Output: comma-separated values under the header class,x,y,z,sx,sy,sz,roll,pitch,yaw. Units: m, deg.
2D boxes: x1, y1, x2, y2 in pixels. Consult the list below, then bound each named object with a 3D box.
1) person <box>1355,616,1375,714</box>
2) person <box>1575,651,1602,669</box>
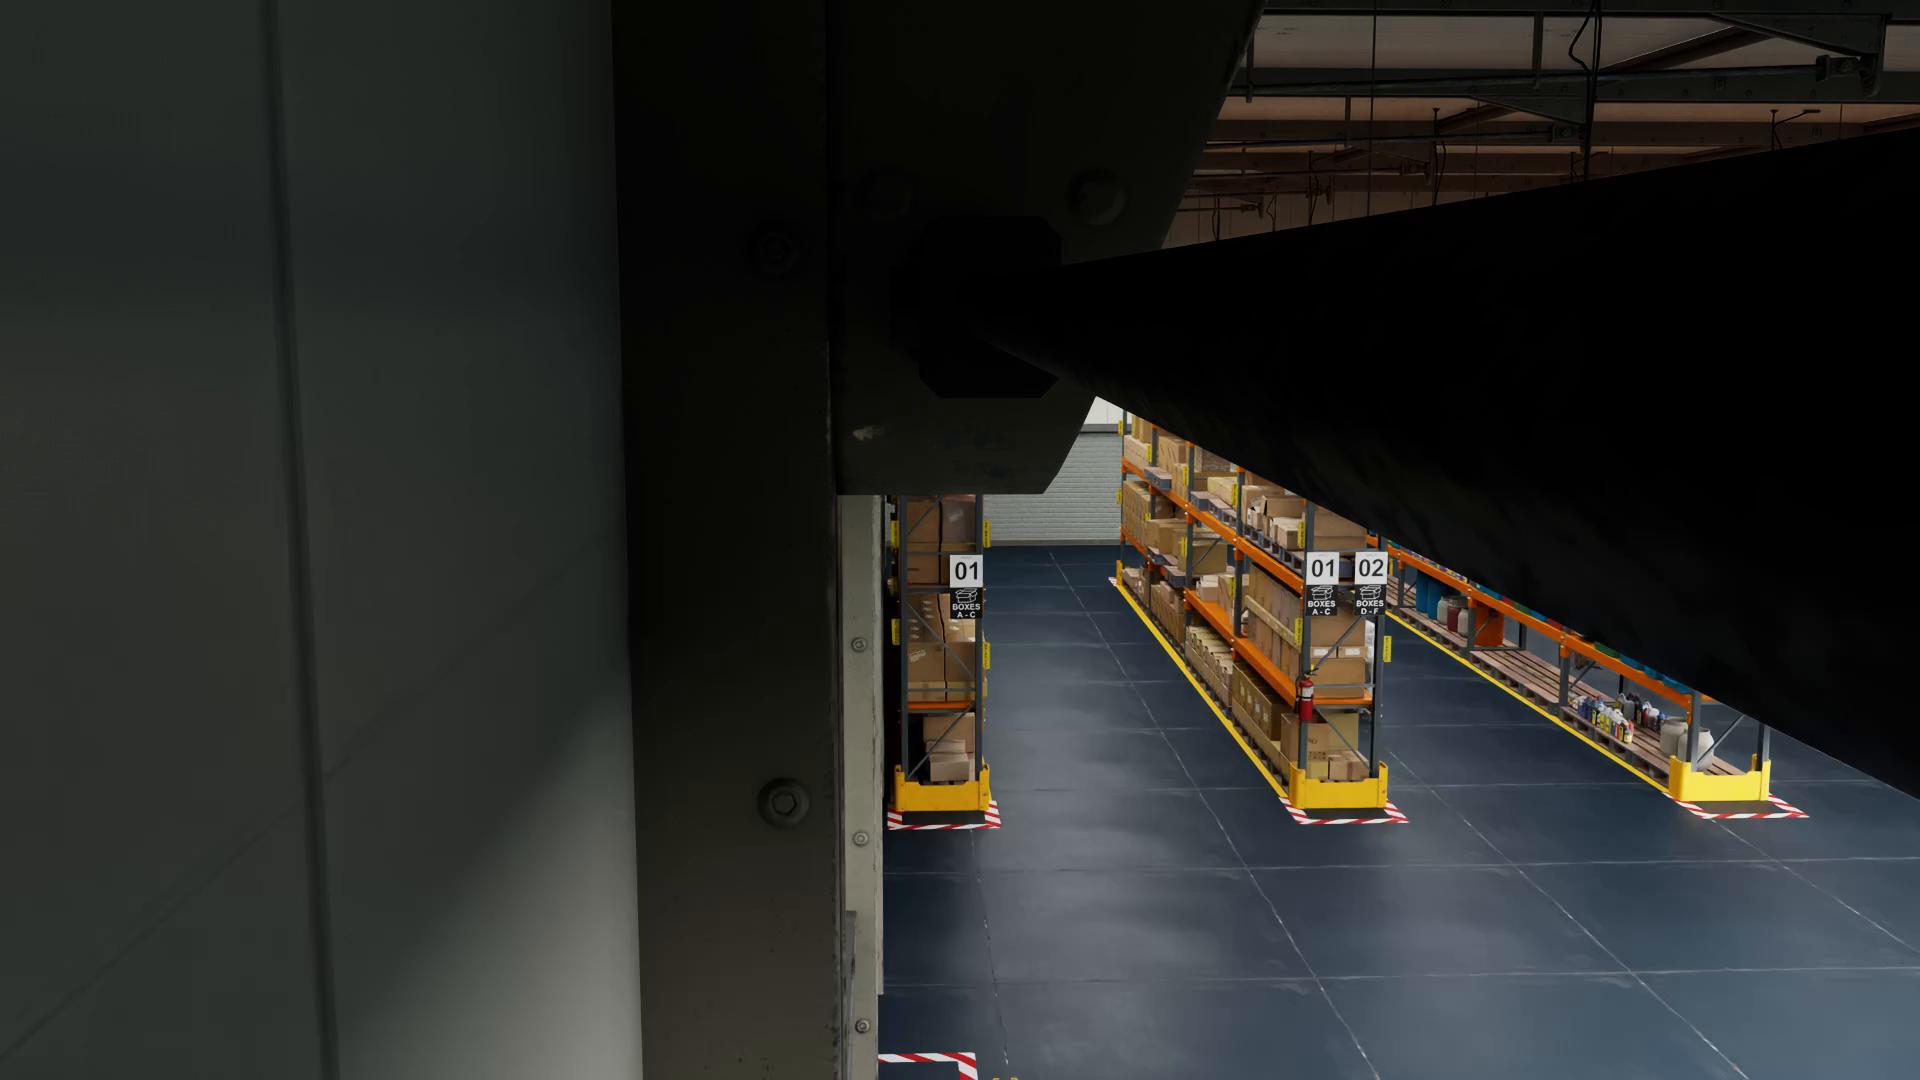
class,x,y,z,sx,sy,sz,roll,pitch,yaw
person,6.113,1.817,25.148,0.518,1.670,0.497,0,8,3
person,10.599,1.335,28.125,0.620,1.726,0.410,7,11,40
